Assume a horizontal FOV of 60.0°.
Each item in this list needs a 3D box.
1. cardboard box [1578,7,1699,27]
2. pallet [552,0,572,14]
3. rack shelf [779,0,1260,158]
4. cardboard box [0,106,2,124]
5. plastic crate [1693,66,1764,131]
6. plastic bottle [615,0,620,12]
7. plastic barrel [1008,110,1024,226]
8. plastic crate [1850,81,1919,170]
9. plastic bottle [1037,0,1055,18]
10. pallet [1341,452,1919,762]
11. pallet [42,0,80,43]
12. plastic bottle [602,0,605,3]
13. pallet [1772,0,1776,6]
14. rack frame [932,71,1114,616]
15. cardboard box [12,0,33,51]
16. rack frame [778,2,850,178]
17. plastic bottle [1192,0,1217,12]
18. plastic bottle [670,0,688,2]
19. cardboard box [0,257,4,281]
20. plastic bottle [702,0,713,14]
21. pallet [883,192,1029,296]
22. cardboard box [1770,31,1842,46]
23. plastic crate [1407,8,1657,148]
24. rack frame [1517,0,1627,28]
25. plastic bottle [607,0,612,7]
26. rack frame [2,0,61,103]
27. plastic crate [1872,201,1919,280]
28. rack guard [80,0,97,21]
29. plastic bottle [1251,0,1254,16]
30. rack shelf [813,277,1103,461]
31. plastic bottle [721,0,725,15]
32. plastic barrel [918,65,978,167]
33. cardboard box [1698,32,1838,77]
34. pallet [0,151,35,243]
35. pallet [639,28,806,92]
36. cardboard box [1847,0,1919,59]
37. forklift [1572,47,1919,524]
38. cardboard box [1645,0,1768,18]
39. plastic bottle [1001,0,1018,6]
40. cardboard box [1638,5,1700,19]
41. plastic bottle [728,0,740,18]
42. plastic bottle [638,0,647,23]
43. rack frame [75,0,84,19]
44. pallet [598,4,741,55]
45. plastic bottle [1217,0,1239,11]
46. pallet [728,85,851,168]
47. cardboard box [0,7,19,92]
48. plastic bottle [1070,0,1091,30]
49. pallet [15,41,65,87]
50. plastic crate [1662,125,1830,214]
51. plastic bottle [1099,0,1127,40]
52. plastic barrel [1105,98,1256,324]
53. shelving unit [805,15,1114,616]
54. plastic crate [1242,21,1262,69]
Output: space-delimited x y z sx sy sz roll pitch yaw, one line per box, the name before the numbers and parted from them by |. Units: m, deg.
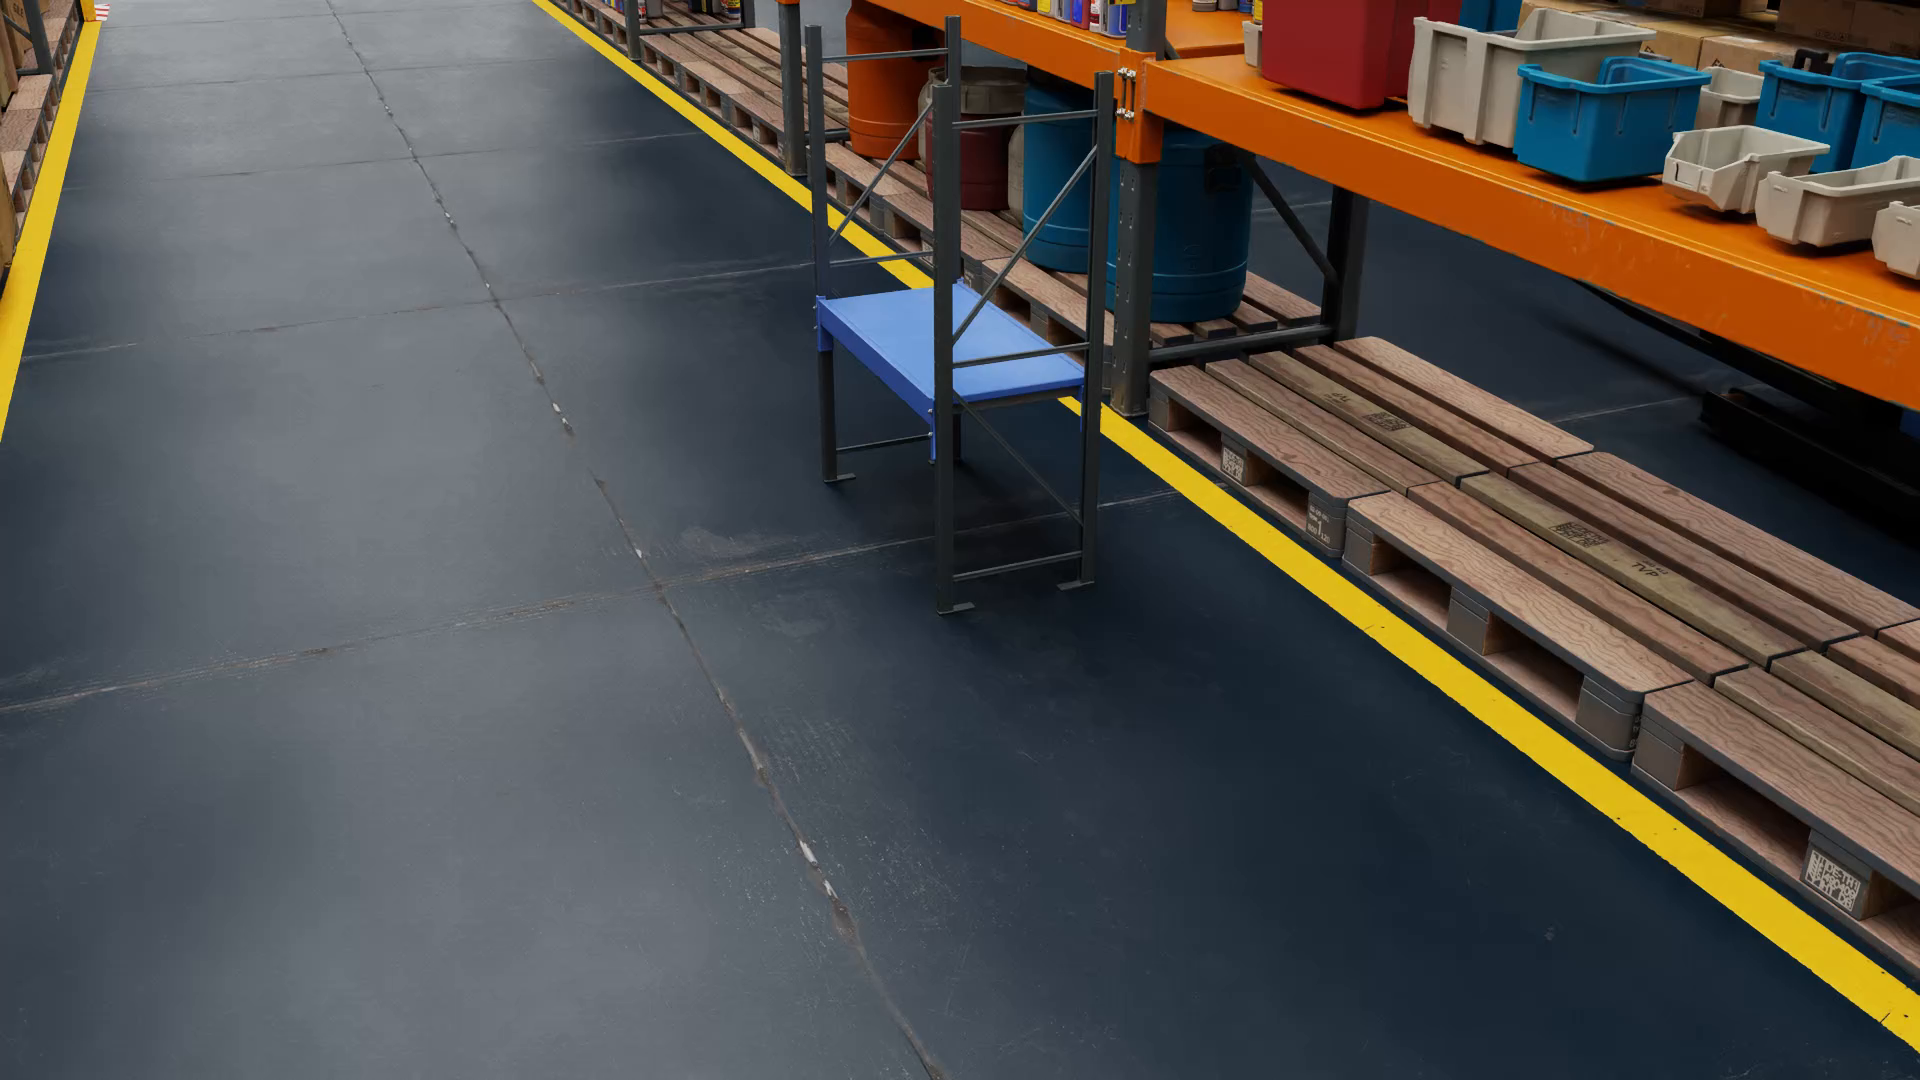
cardboard box | 4.166 -2.999 10.321 0.500 0.500 0.500 -12 28 -22
pallet | -3.266 -5.143 15.544 1.003 0.211 1.213 -11 28 -21
rack shelf | 0.264 -2.388 7.541 1.077 0.370 4.000 -11 28 -21
cardboard box | -6.033 -2.683 9.675 0.700 0.500 0.500 -13 29 -25
plastic crate | 2.006 -1.161 4.441 0.293 0.136 0.466 -11 28 -21
plastic bottle | -2.780 -4.457 13.554 0.061 0.283 0.133 -9 27 -17
plastic barrel | 0.434 -1.726 7.723 0.421 0.512 0.421 0 26 0
plastic crate | 2.305 -0.928 3.855 0.416 0.233 0.300 -11 28 -21
plastic bottle | 0.386 -2.196 6.386 0.144 0.351 0.185 -11 28 -21
pallet | 1.853 0.133 4.737 1.003 0.211 1.213 -11 28 -21
pallet | -7.894 -4.279 13.774 1.003 0.211 1.213 -11 28 -21
plastic bottle | -2.976 -4.674 14.012 0.097 0.271 0.097 0 26 0
pallet | 7.337 -5.268 15.800 1.003 0.211 1.213 -11 28 -21
rack frame | 0.166 -0.503 4.571 0.500 1.500 0.032 -11 28 -21
cardboard box | -6.994 -3.746 11.874 0.500 0.500 0.500 -2 26 -4
rack frame | -0.519 -3.518 9.037 1.000 3.000 0.127 -11 28 -21
plastic bottle | 0.966 -2.185 6.533 0.097 0.201 0.097 0 26 0
plastic bottle | -2.387 -4.716 14.094 0.152 0.276 0.135 -11 28 -21
cardboard box | -4.483 -1.258 6.351 1.225 0.875 0.875 -10 28 -20
plastic bottle | -2.056 -4.421 13.481 0.061 0.283 0.133 -11 28 -21
pallet | 0.302 -1.462 8.005 1.003 0.211 1.213 -11 28 -21
cardboard box | 5.036 -2.685 9.679 0.500 0.500 0.500 -12 28 -23
plastic crate | 1.476 -1.229 4.415 0.437 0.282 0.530 -11 28 -21
rack frame | 4.040 -4.368 10.777 1.000 3.000 0.127 -11 28 -21
plastic bottle | -2.864 -4.592 13.838 0.152 0.276 0.135 -10 28 -20
rack frame | -6.643 -4.282 10.602 1.000 3.000 0.127 -11 28 -21
plastic crate | 2.028 -0.615 3.322 0.396 0.136 0.243 -11 28 -21
rack guard | -8.180 -4.743 14.395 1.175 0.500 0.348 -11 28 -21
plastic bottle | 1.182 -2.133 6.426 0.097 0.201 0.097 0 26 0
rack shelf | -0.033 -0.547 5.070 0.538 0.185 1.000 -11 28 -21
plastic bottle | -1.887 -4.359 13.448 0.097 0.201 0.097 0 26 0
plastic barrel | -0.008 -2.182 8.657 0.421 0.512 0.421 0 26 0
cardboard box | 4.567 -2.586 9.475 0.500 0.500 0.500 -12 28 -22
pallet | -5.381 -1.730 8.553 1.003 0.211 1.213 -11 28 -21
pallet | -1.742 -3.570 12.321 1.003 0.211 1.213 -11 28 -21
cardboard box | 5.250 -2.805 9.070 0.500 0.250 0.500 -11 28 -20
forklift | 3.328 -1.638 5.264 1.130 2.935 3.031 -7 27 -15
cardboard box | 4.648 -3.420 10.329 0.500 0.250 0.500 -9 28 -19
plastic bottle | 0.255 -2.302 6.688 0.152 0.276 0.135 -11 28 -21
cardboard box | 4.622 -3.105 10.538 0.500 0.500 0.500 -9 28 -19
plastic bottle | -1.807 -4.309 13.264 0.097 0.271 0.097 0 26 0
plastic bottle | -2.514 -4.166 13.052 0.097 0.201 0.097 0 26 0
rack frame | -8.209 -5.897 13.909 1.000 3.000 0.127 -11 28 -21
pallet | -2.310 -4.158 13.526 1.003 0.211 1.213 -11 28 -21
plastic bottle | 1.073 -2.248 6.576 0.152 0.276 0.135 -11 28 -21
pallet | -0.787 -2.585 10.303 1.003 0.211 1.213 -11 28 -21
cardboard box | -6.422 -3.105 10.538 0.700 0.500 0.500 -13 29 -25
plastic bottle | 0.463 -2.040 6.143 0.061 0.283 0.133 -11 28 -21
pallet | -6.938 -3.294 11.756 1.003 0.211 1.213 -11 28 -21
plastic crate | 1.763 -0.839 3.782 0.298 0.136 0.250 -11 28 -21
plastic bottle | 0.596 -1.951 5.969 0.152 0.276 0.135 -11 28 -21
plastic barrel | 0.850 -1.372 6.554 0.600 0.901 0.708 -11 28 -21
shelving unit | -0.033 -0.708 4.991 0.538 1.500 1.048 -11 28 -21
plastic crate | 1.098 -1.600 5.339 0.396 0.136 0.243 -11 28 -21
